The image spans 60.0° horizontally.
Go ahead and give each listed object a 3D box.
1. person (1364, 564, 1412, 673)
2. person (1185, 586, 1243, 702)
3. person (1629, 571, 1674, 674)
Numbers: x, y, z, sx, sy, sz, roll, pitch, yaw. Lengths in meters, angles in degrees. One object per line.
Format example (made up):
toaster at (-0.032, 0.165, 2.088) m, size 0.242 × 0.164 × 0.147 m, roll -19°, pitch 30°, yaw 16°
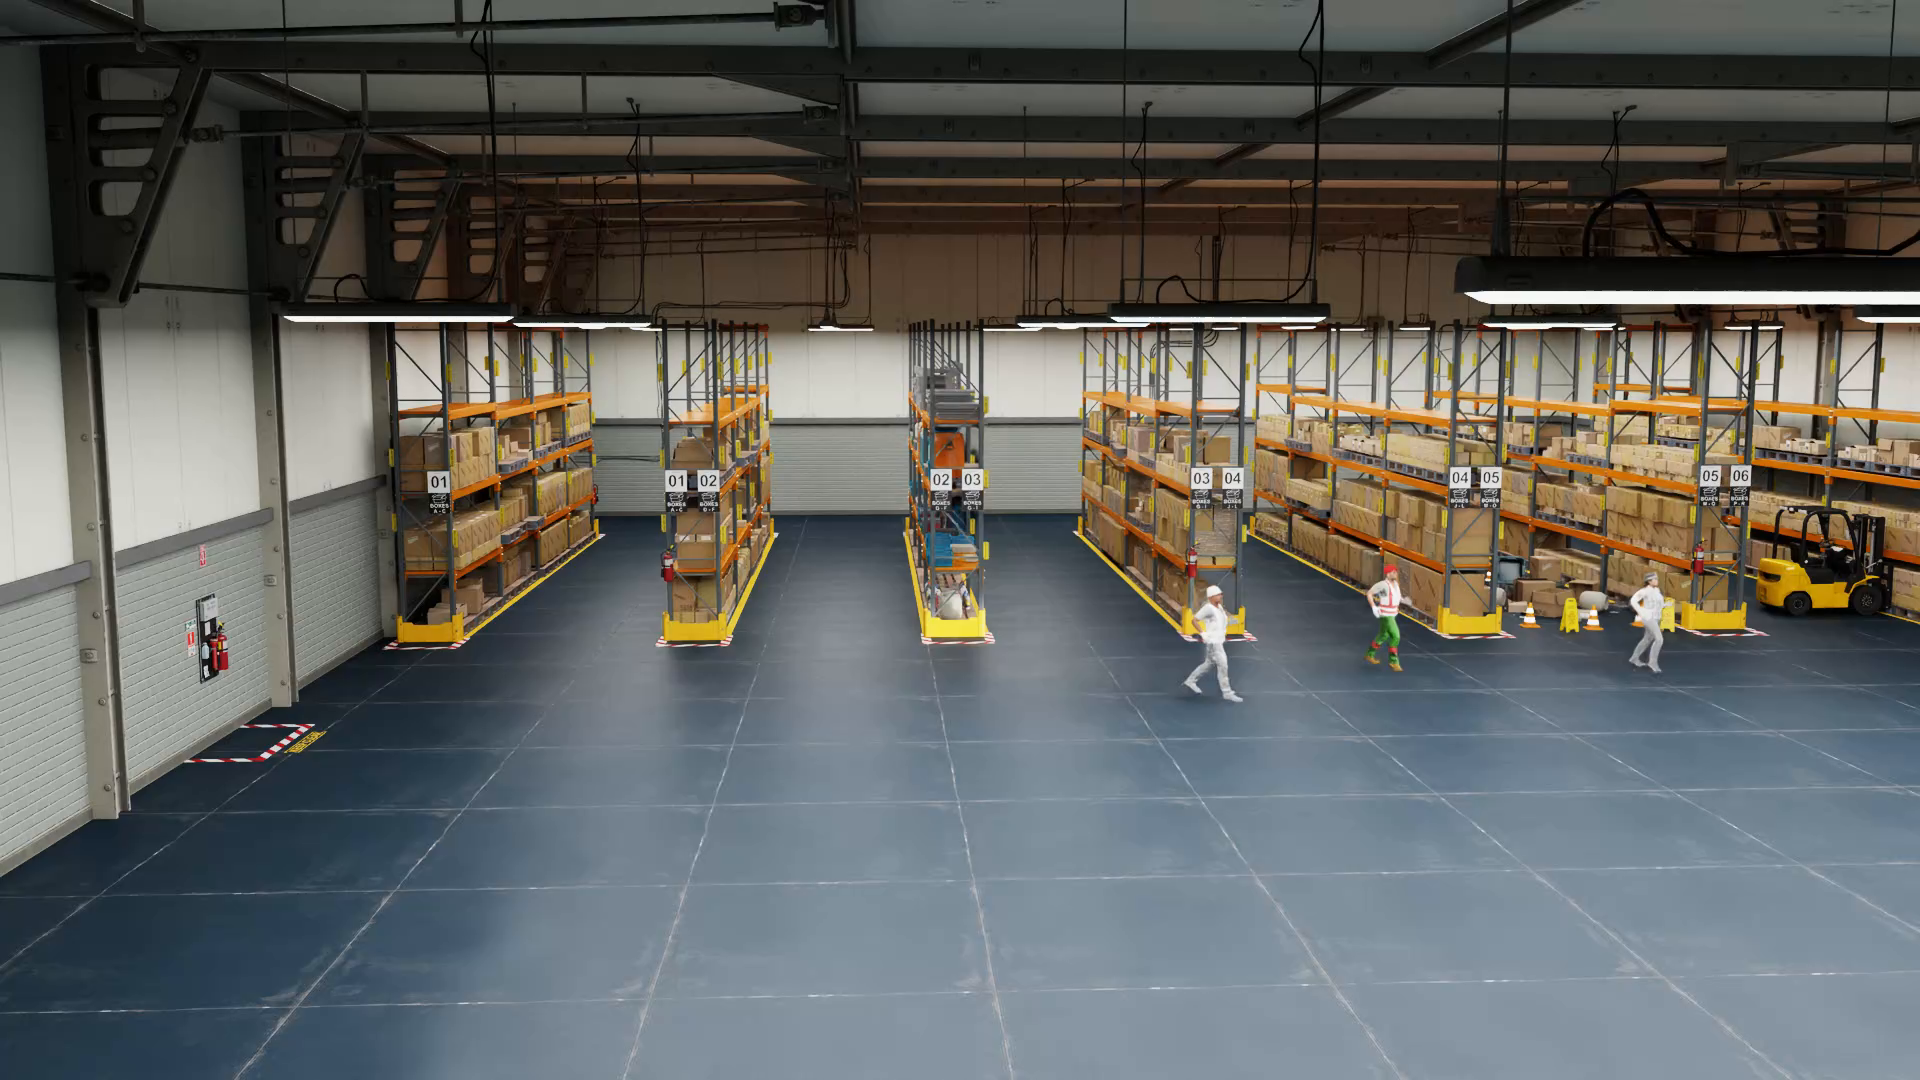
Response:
person at (7.324, 1.325, 28.524) m, size 0.809 × 1.841 × 0.638 m, roll 5°, pitch 9°, yaw 37°
person at (3.981, 1.603, 26.012) m, size 0.981 × 1.780 × 0.681 m, roll 3°, pitch 8°, yaw 23°
person at (11.761, 1.389, 28.316) m, size 0.590 × 1.745 × 0.708 m, roll -7°, pitch 10°, yaw -44°
